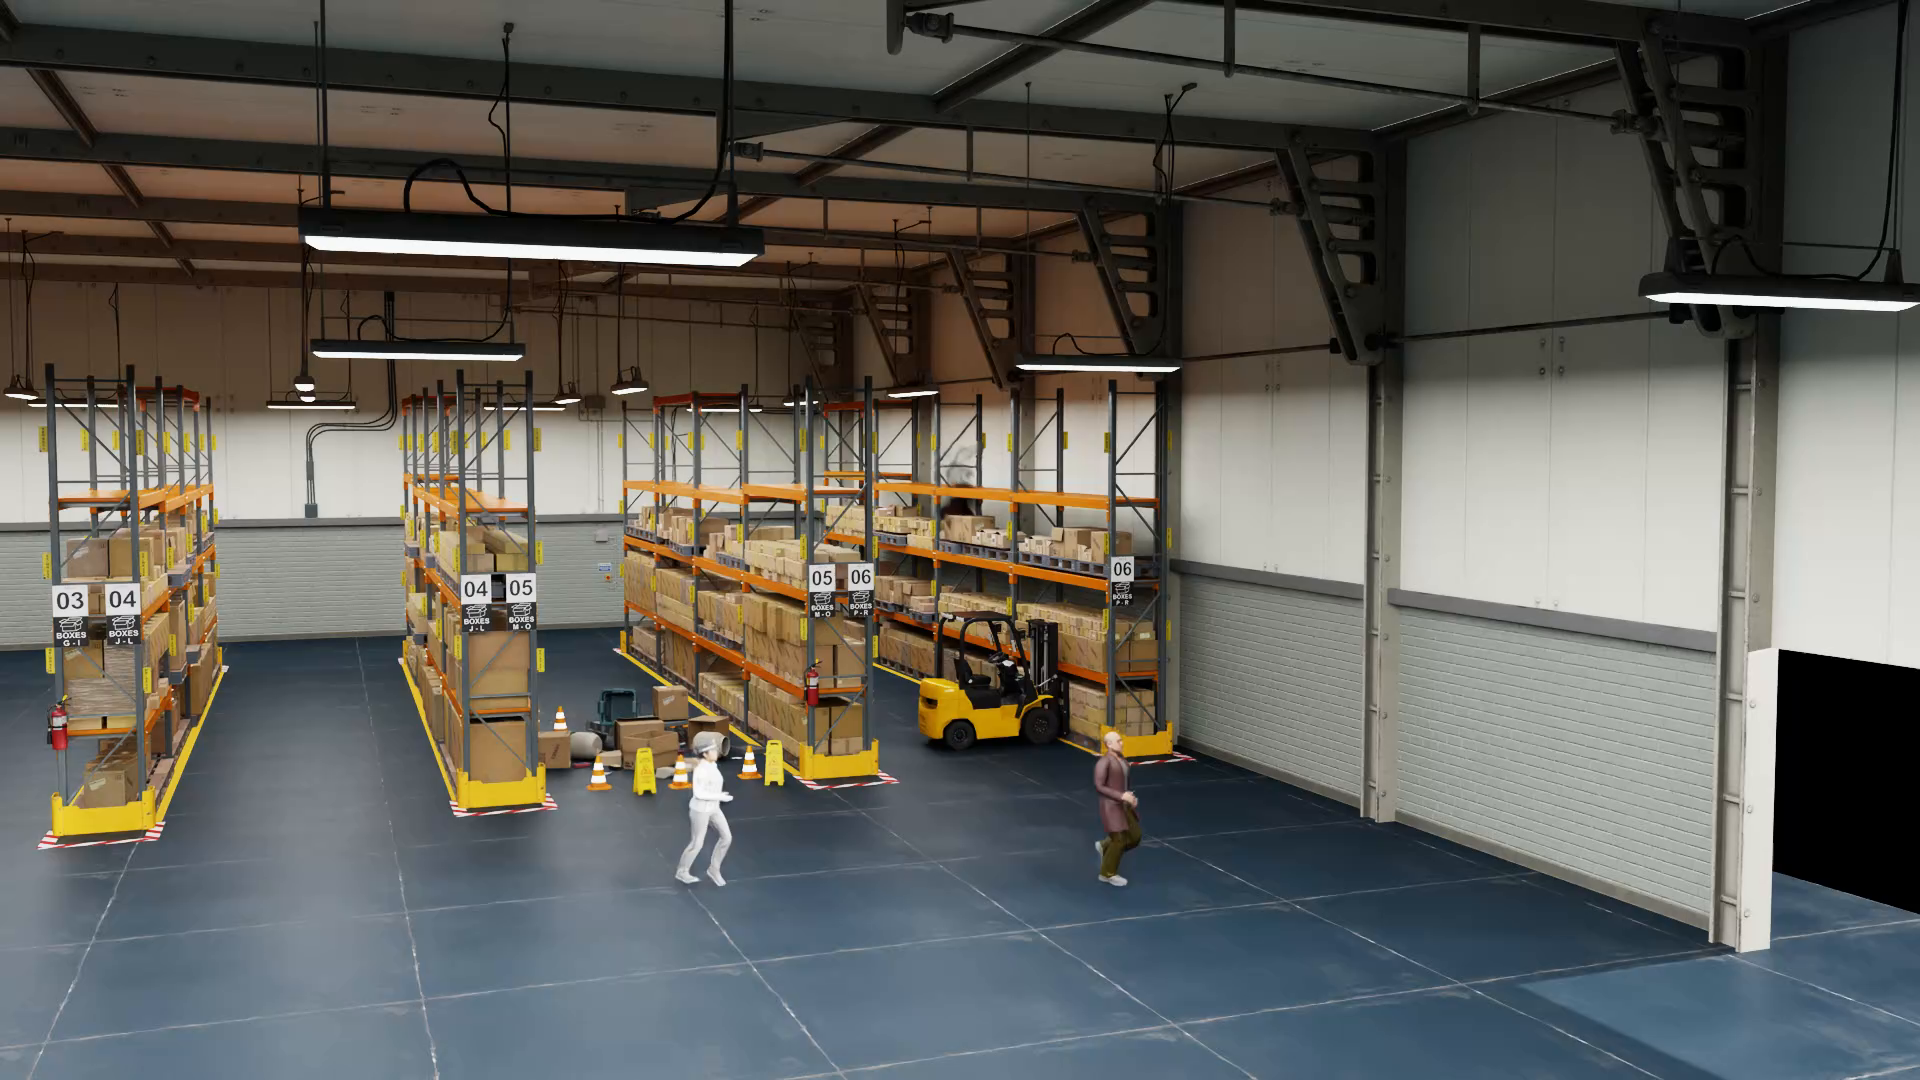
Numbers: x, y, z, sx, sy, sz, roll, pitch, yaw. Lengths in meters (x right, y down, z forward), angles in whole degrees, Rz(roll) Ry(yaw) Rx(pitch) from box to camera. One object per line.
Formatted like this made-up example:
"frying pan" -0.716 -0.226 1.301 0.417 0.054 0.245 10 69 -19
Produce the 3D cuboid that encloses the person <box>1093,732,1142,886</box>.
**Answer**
"person" 1.774 3.038 18.839 0.633 1.736 0.707 2 4 34

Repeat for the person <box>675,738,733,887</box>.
"person" -2.859 3.083 18.712 0.738 1.714 0.562 1 4 21
